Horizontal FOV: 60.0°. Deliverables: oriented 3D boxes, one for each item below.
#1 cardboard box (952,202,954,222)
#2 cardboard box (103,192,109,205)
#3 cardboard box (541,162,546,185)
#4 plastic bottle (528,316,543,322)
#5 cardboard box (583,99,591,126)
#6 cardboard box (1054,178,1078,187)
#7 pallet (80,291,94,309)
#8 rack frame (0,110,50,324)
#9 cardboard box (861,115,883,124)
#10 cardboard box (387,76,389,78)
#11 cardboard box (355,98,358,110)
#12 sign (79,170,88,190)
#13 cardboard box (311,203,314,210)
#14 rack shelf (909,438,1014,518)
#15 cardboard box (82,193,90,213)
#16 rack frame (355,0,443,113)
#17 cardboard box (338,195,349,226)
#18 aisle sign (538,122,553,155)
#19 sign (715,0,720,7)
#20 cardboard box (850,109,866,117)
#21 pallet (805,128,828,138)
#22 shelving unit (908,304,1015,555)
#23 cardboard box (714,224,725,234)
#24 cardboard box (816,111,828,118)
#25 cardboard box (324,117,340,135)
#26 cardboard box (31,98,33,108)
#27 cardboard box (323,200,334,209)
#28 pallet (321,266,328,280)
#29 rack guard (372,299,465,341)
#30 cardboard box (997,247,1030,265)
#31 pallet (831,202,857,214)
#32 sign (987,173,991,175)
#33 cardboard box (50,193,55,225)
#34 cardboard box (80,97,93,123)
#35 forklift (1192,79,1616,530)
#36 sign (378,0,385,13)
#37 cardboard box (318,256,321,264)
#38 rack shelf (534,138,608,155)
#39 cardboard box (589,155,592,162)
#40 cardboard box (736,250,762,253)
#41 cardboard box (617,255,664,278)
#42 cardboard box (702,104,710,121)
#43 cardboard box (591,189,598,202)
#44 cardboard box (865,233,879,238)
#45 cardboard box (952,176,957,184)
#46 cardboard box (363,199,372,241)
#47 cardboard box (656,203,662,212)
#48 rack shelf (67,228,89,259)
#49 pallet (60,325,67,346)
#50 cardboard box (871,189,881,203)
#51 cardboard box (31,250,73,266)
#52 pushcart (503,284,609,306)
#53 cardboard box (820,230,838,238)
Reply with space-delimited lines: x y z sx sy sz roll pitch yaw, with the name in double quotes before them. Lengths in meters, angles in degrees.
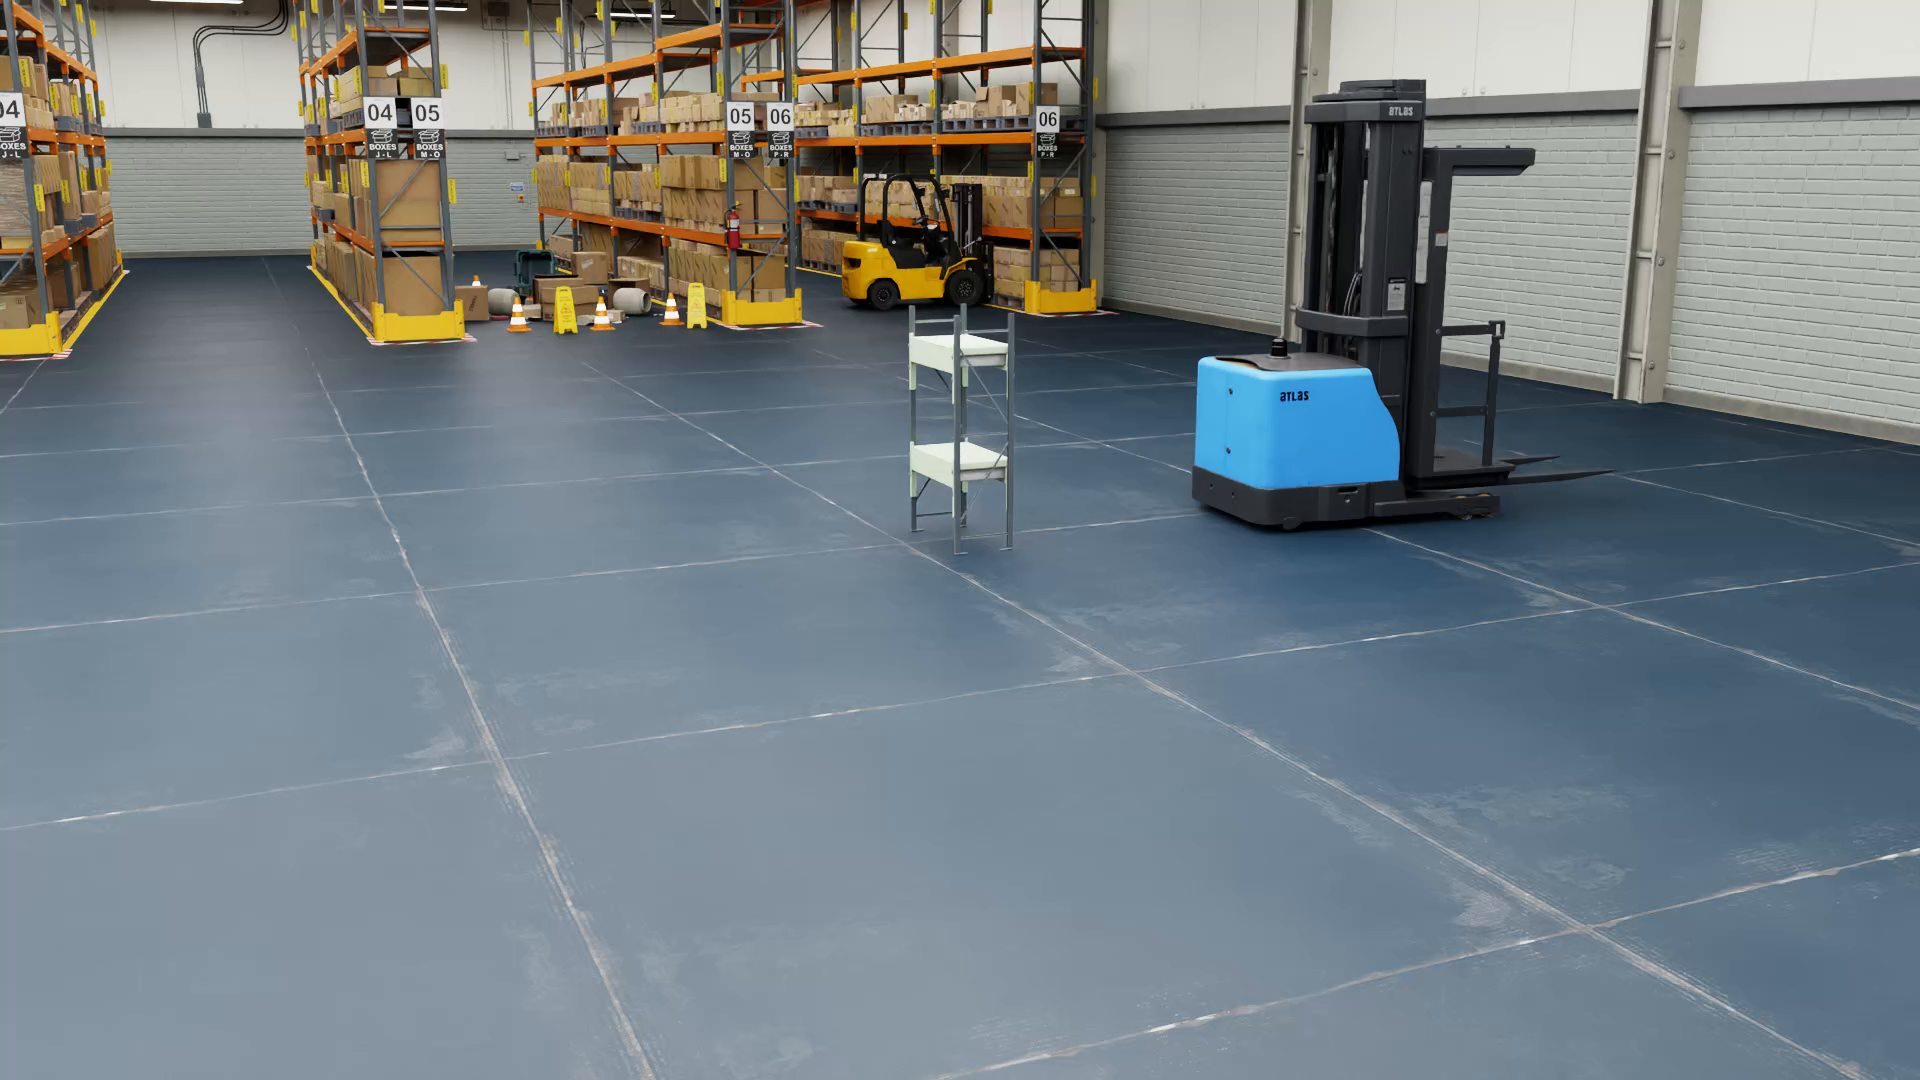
"cardboard box" 0.176 -5.807 29.087 0.500 0.500 0.500 -5 14 -22
"cardboard box" -17.780 -7.006 34.160 0.500 0.250 0.500 -6 14 -24
"cardboard box" -9.195 -8.315 37.704 0.500 0.500 0.500 -6 14 -24
"plastic bottle" -6.454 -3.352 25.217 0.133 0.061 0.283 -12 18 -42
"cardboard box" -7.107 -8.410 32.748 0.500 0.500 0.500 -5 14 -22
"cardboard box" 1.677 -5.752 26.749 0.380 0.149 0.250 -6 14 -24
"pallet" -14.903 -3.942 27.434 1.003 0.211 1.213 -6 14 -23
"rack frame" -12.010 -3.809 20.676 1.000 3.000 0.127 -6 14 -23
"cardboard box" -1.727 -8.308 32.825 0.380 0.166 0.250 -6 14 -23
"cardboard box" -8.388 -6.893 24.982 0.380 0.149 0.250 -6 14 -23
"cardboard box" -8.073 -5.972 22.772 0.380 0.149 0.250 -5 14 -22
"sign" -14.722 -6.039 27.916 0.100 0.325 0.005 -6 14 -23
"cardboard box" -13.807 -7.214 35.944 0.380 0.149 0.250 -6 14 -25
"rack shelf" 0.003 -0.412 10.768 0.431 0.370 0.720 -6 14 -23
"cardboard box" -15.369 -5.742 28.806 0.500 0.500 0.500 -6 14 -24
"rack frame" -7.425 -7.159 21.845 1.000 3.000 0.127 -6 14 -23
"cardboard box" -10.092 -5.509 27.797 0.500 0.500 0.500 -6 14 -24
"aisle sign" -9.634 -9.265 38.484 0.394 0.787 0.004 -6 14 -23
"sign" -4.028 -8.992 27.519 0.100 0.325 0.005 -6 14 -23
"cardboard box" -1.997 -8.578 33.417 0.380 0.149 0.250 -5 14 -21
"pallet" -2.575 -8.647 35.345 1.213 0.211 1.003 -6 14 -23
"shelving unit" 0.003 -0.729 10.695 0.431 1.500 0.755 -6 14 -23
"cardboard box" -3.479 -4.682 25.005 0.380 0.149 0.250 -6 14 -24
"cardboard box" -2.802 -8.956 35.005 0.380 0.149 0.250 -6 14 -23
"cardboard box" -11.091 -7.494 29.724 0.500 0.500 0.500 -6 14 -23
"cardboard box" -12.399 -5.741 21.820 0.380 0.149 0.250 -6 14 -26
"cardboard box" -11.249 -6.032 29.905 0.380 0.149 0.250 -5 14 -22
"pallet" -12.534 -5.493 34.134 1.003 0.211 1.213 -6 14 -23
"rack guard" -7.416 -3.014 22.782 1.175 0.500 0.348 -6 14 -23
"cardboard box" 0.936 -4.678 27.377 0.500 0.250 0.500 -5 14 -22
"pallet" -1.924 -6.847 34.225 1.213 0.211 1.003 -6 14 -23
"sign" 0.522 -6.491 30.166 0.100 0.325 0.005 -6 14 -23
"cardboard box" -13.489 -4.731 23.776 0.875 0.500 0.500 -6 14 -23
"cardboard box" -17.477 -8.440 32.659 0.700 0.500 0.500 -5 14 -20
"forklift" 3.225 -1.675 11.606 3.031 2.935 1.130 -5 14 -19
"sign" -10.123 -9.395 29.083 0.100 0.325 0.005 -6 14 -23
"cardboard box" -13.421 -5.957 35.347 0.380 0.149 0.250 -6 14 -26
"rack shelf" -8.538 -8.708 36.784 1.077 0.370 4.000 -6 14 -23
"cardboard box" -7.743 -8.176 35.664 0.380 0.149 0.250 -5 14 -22
"cardboard box" -3.417 -4.343 26.487 0.500 0.500 0.500 -5 14 -22
"cardboard box" -5.918 -5.164 31.426 0.950 0.372 0.625 -7 15 -27
"cardboard box" -3.570 -6.424 24.995 0.500 0.250 0.500 -6 14 -24
"cardboard box" -6.994 -6.814 32.884 0.500 0.250 0.500 -6 14 -24
"cardboard box" -1.767 -6.346 34.812 0.380 0.149 0.250 -5 14 -22
"cardboard box" 0.074 -6.353 29.345 0.380 0.149 0.250 -5 14 -22
"cardboard box" -7.856 -4.494 23.301 0.875 0.550 0.550 -6 14 -23
"cardboard box" -4.992 -5.694 28.447 0.380 0.149 0.250 -5 14 -22
"rack shelf" -14.414 -4.698 26.113 1.077 0.370 4.000 -6 14 -23
"pallet" -12.334 -2.637 21.798 1.003 0.211 1.213 -6 14 -23
"cardboard box" -1.435 -6.760 32.647 0.500 0.250 0.500 -5 14 -21
"cardboard box" -14.697 -4.580 26.909 0.500 0.250 0.500 -4 14 -17
"pushcart" -6.602 -4.037 27.476 1.648 0.377 0.936 -12 18 -42
"cardboard box" -2.808 -6.625 36.015 0.380 0.149 0.250 -6 14 -23
